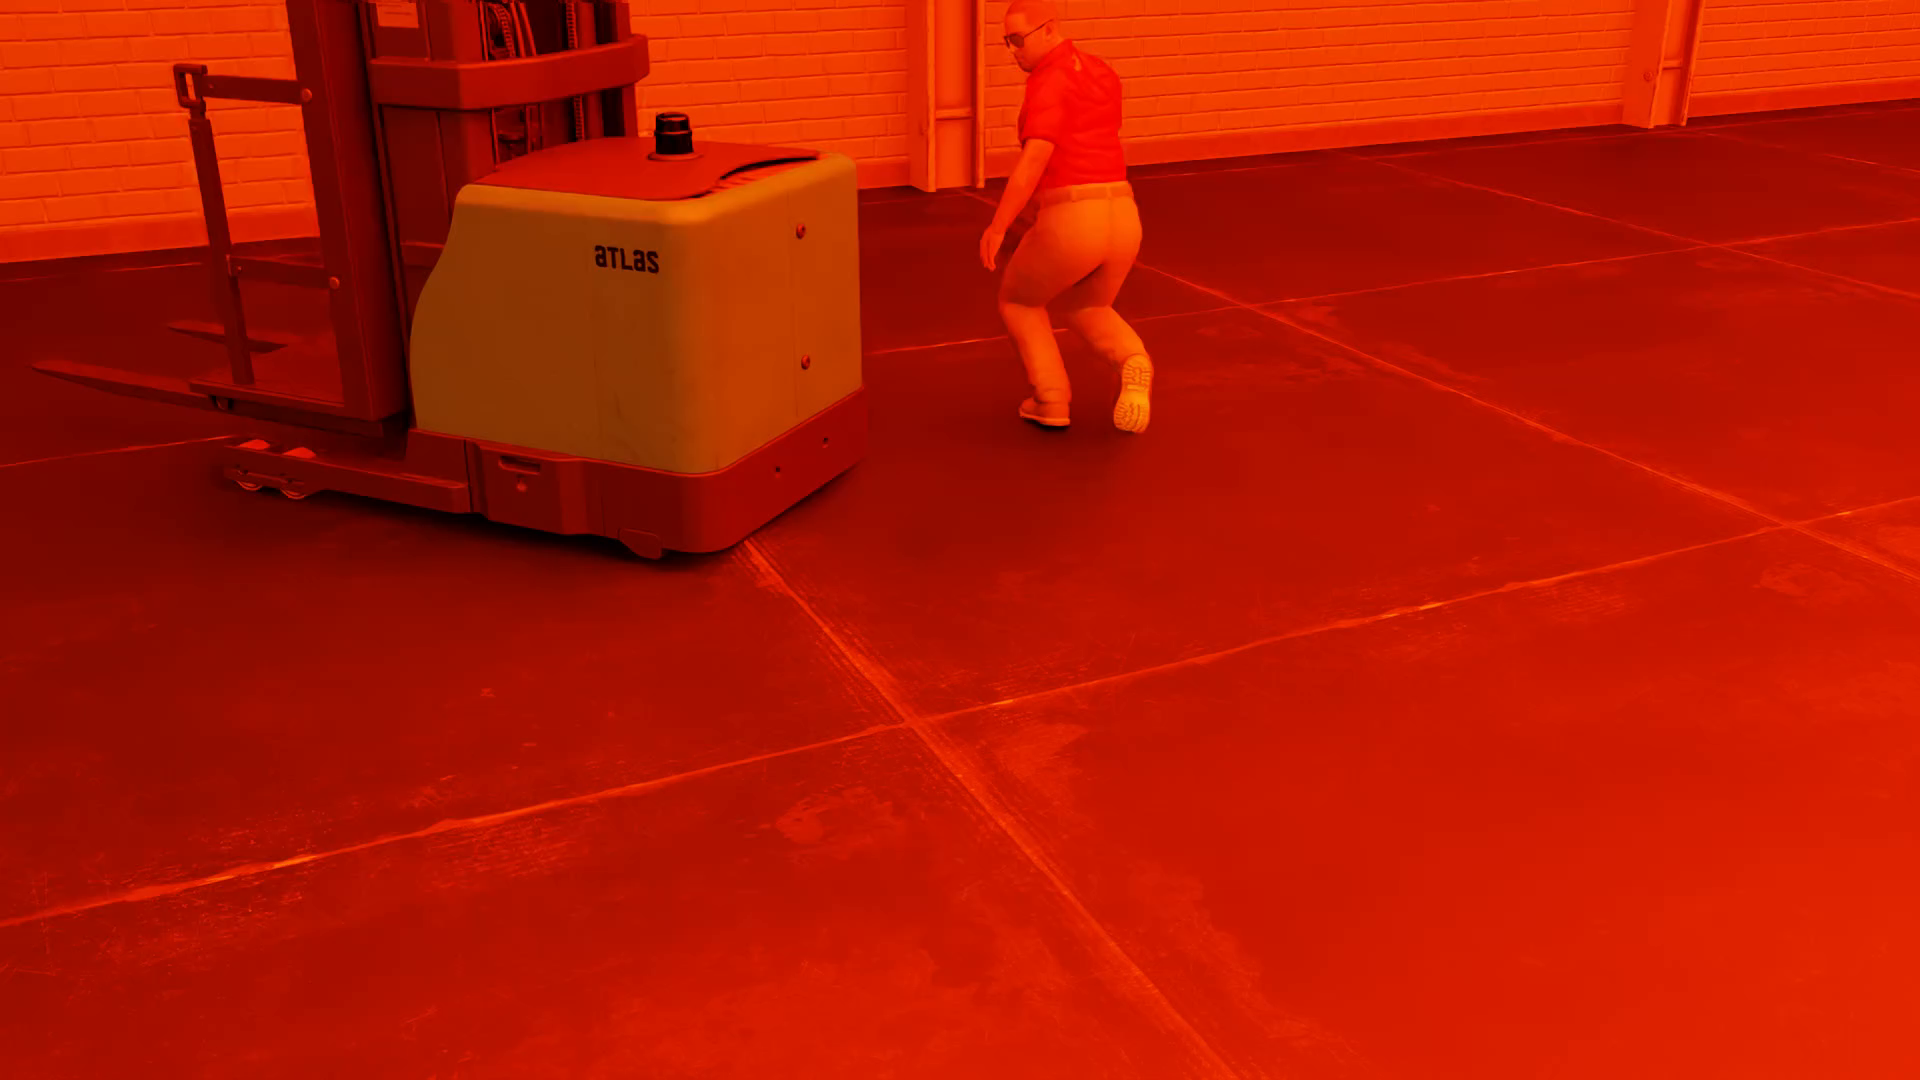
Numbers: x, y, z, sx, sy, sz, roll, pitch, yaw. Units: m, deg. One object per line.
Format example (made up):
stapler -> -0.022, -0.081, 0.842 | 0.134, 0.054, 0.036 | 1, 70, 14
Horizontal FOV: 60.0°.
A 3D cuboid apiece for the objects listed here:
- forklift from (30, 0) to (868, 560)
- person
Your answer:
forklift -> -1.872, -1.658, 5.278 | 3.031, 2.935, 1.130 | 10, 25, 22
person -> 0.431, -1.136, 5.905 | 0.832, 1.528, 0.648 | -18, 29, -37
